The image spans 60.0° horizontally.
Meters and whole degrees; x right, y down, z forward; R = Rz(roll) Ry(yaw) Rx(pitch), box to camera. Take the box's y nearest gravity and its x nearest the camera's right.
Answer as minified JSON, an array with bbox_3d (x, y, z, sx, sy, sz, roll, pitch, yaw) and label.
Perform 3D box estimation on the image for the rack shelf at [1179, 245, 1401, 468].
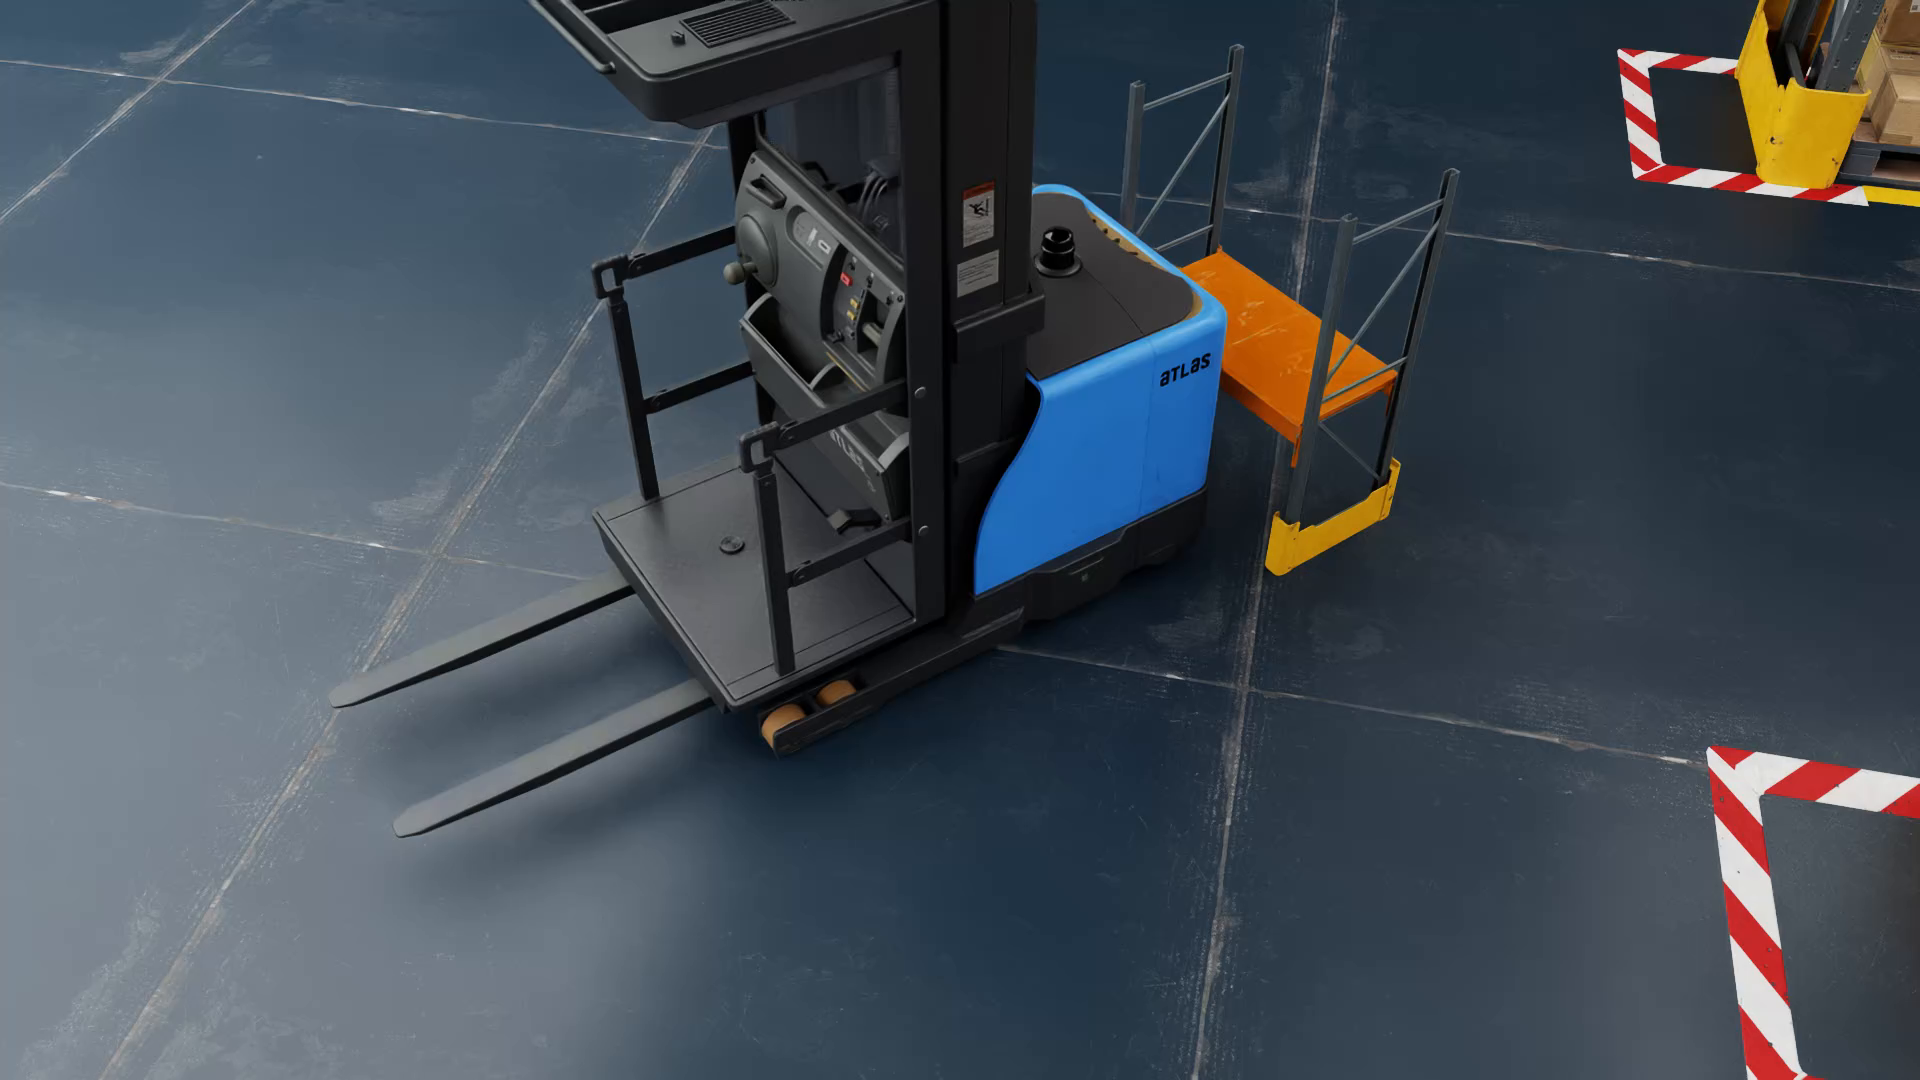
[{"bbox_3d":[1.091,-0.702,6.157,0.538,0.185,1.000,-26,50,-25],"label":"rack shelf"}]

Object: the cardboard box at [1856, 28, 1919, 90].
[{"bbox_3d":[4.774,-2.455,8.317,0.500,0.250,0.500,9,45,9],"label":"cardboard box"}]

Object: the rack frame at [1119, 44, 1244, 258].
[{"bbox_3d":[0.798,-1.119,6.331,0.500,1.500,0.032,-26,50,-25],"label":"rack frame"}]

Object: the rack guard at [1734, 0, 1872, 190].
[{"bbox_3d":[4.163,-2.278,8.257,0.348,0.500,1.175,9,45,9],"label":"rack guard"}]

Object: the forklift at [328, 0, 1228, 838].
[{"bbox_3d":[-0.606,-0.769,4.935,3.031,2.935,1.130,-24,49,-23],"label":"forklift"}]

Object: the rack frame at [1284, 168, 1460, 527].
[{"bbox_3d":[1.384,-0.543,5.733,0.500,1.500,0.032,-26,50,-25],"label":"rack frame"}]

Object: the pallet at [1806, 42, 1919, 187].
[{"bbox_3d":[4.941,-2.083,8.262,1.213,0.211,1.003,9,45,9],"label":"pallet"}]

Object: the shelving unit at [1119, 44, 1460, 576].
[{"bbox_3d":[1.096,-0.826,6.027,0.587,1.500,1.083,-26,50,-25],"label":"shelving unit"}]

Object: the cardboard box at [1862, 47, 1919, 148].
[{"bbox_3d":[4.661,-2.104,7.953,0.500,0.250,0.500,9,45,9],"label":"cardboard box"}]

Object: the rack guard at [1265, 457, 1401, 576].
[{"bbox_3d":[1.384,-0.094,6.167,0.587,0.250,0.087,-26,50,-25],"label":"rack guard"}]

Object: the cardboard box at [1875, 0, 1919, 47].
[{"bbox_3d":[4.774,-2.726,8.059,0.500,0.500,0.500,9,45,9],"label":"cardboard box"}]

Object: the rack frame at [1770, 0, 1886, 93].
[{"bbox_3d":[4.186,-3.175,7.386,0.127,3.000,1.000,9,45,9],"label":"rack frame"}]
